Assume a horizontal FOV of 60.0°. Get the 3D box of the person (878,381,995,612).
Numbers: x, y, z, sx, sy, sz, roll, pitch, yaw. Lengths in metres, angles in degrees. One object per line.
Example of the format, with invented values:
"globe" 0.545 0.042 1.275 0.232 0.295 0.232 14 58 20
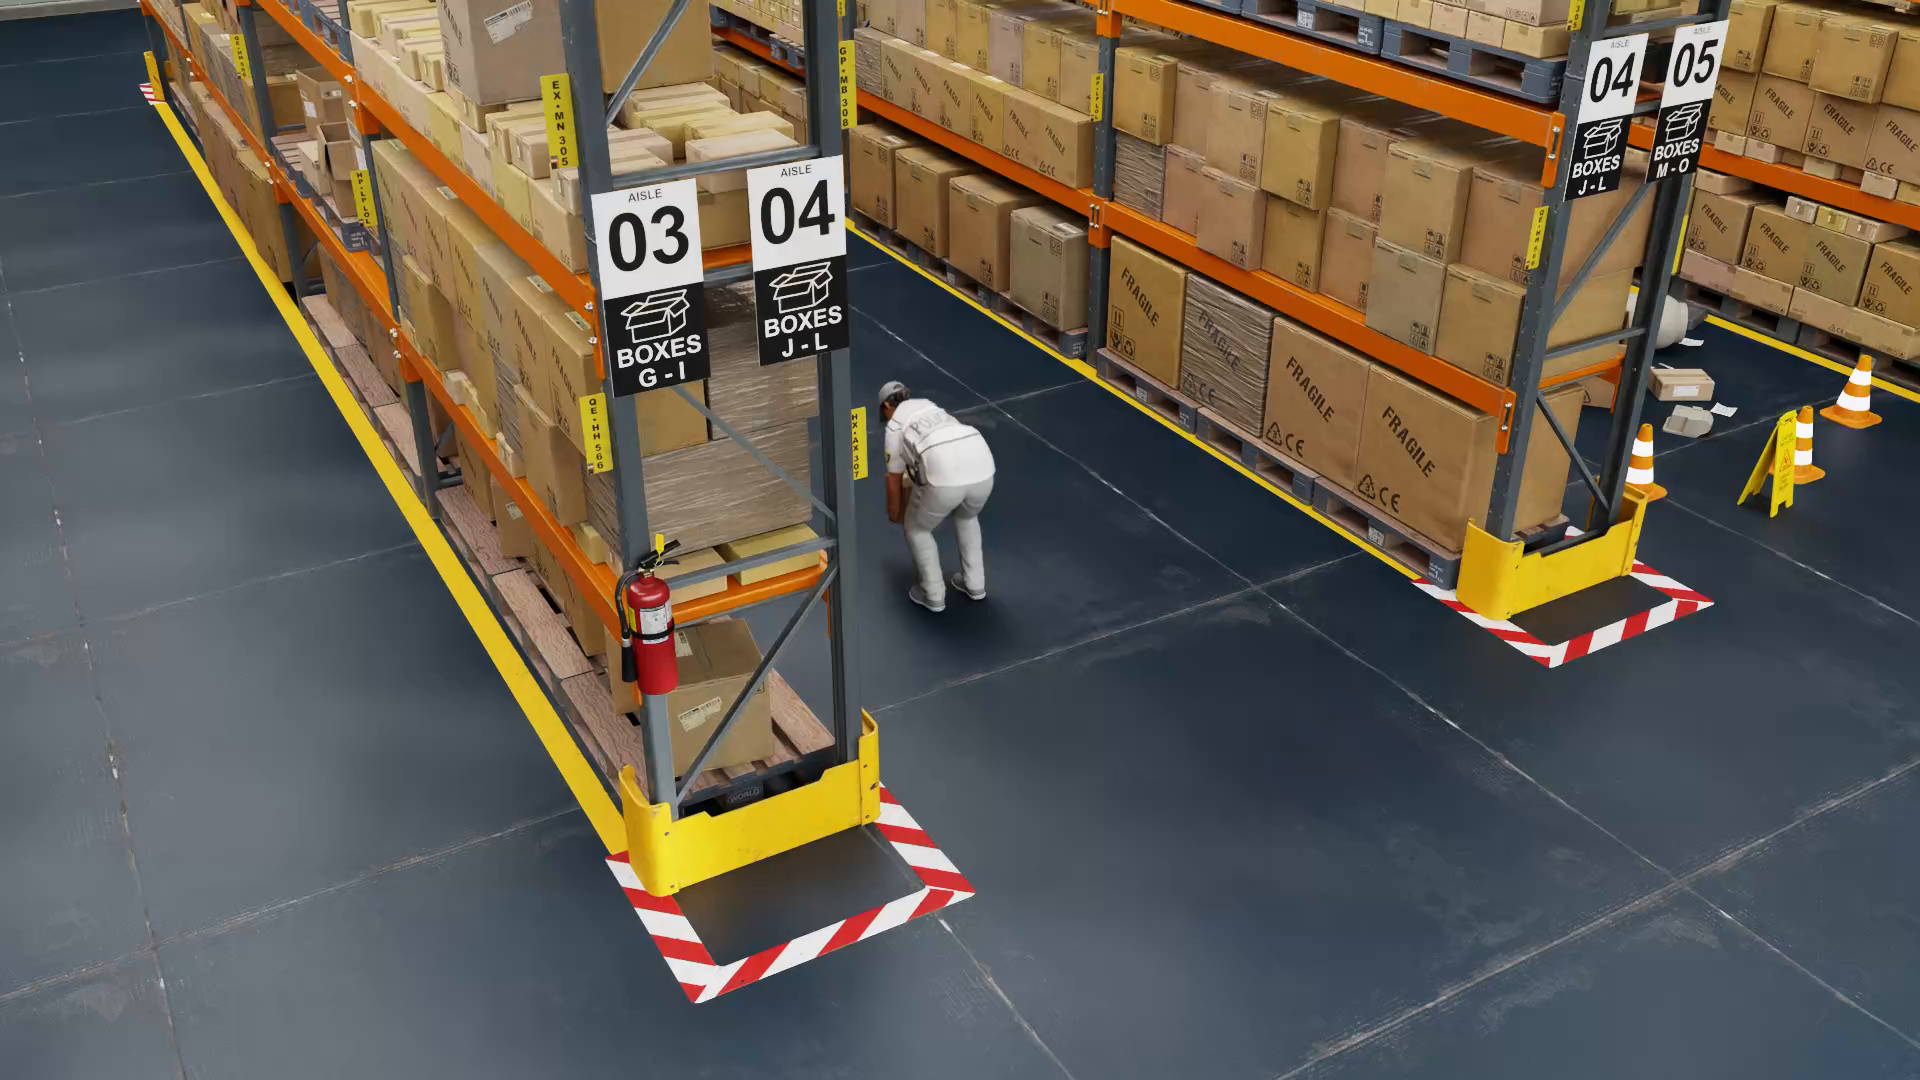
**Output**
"person" -0.175 -0.255 9.540 0.466 1.153 0.934 -17 33 -28
